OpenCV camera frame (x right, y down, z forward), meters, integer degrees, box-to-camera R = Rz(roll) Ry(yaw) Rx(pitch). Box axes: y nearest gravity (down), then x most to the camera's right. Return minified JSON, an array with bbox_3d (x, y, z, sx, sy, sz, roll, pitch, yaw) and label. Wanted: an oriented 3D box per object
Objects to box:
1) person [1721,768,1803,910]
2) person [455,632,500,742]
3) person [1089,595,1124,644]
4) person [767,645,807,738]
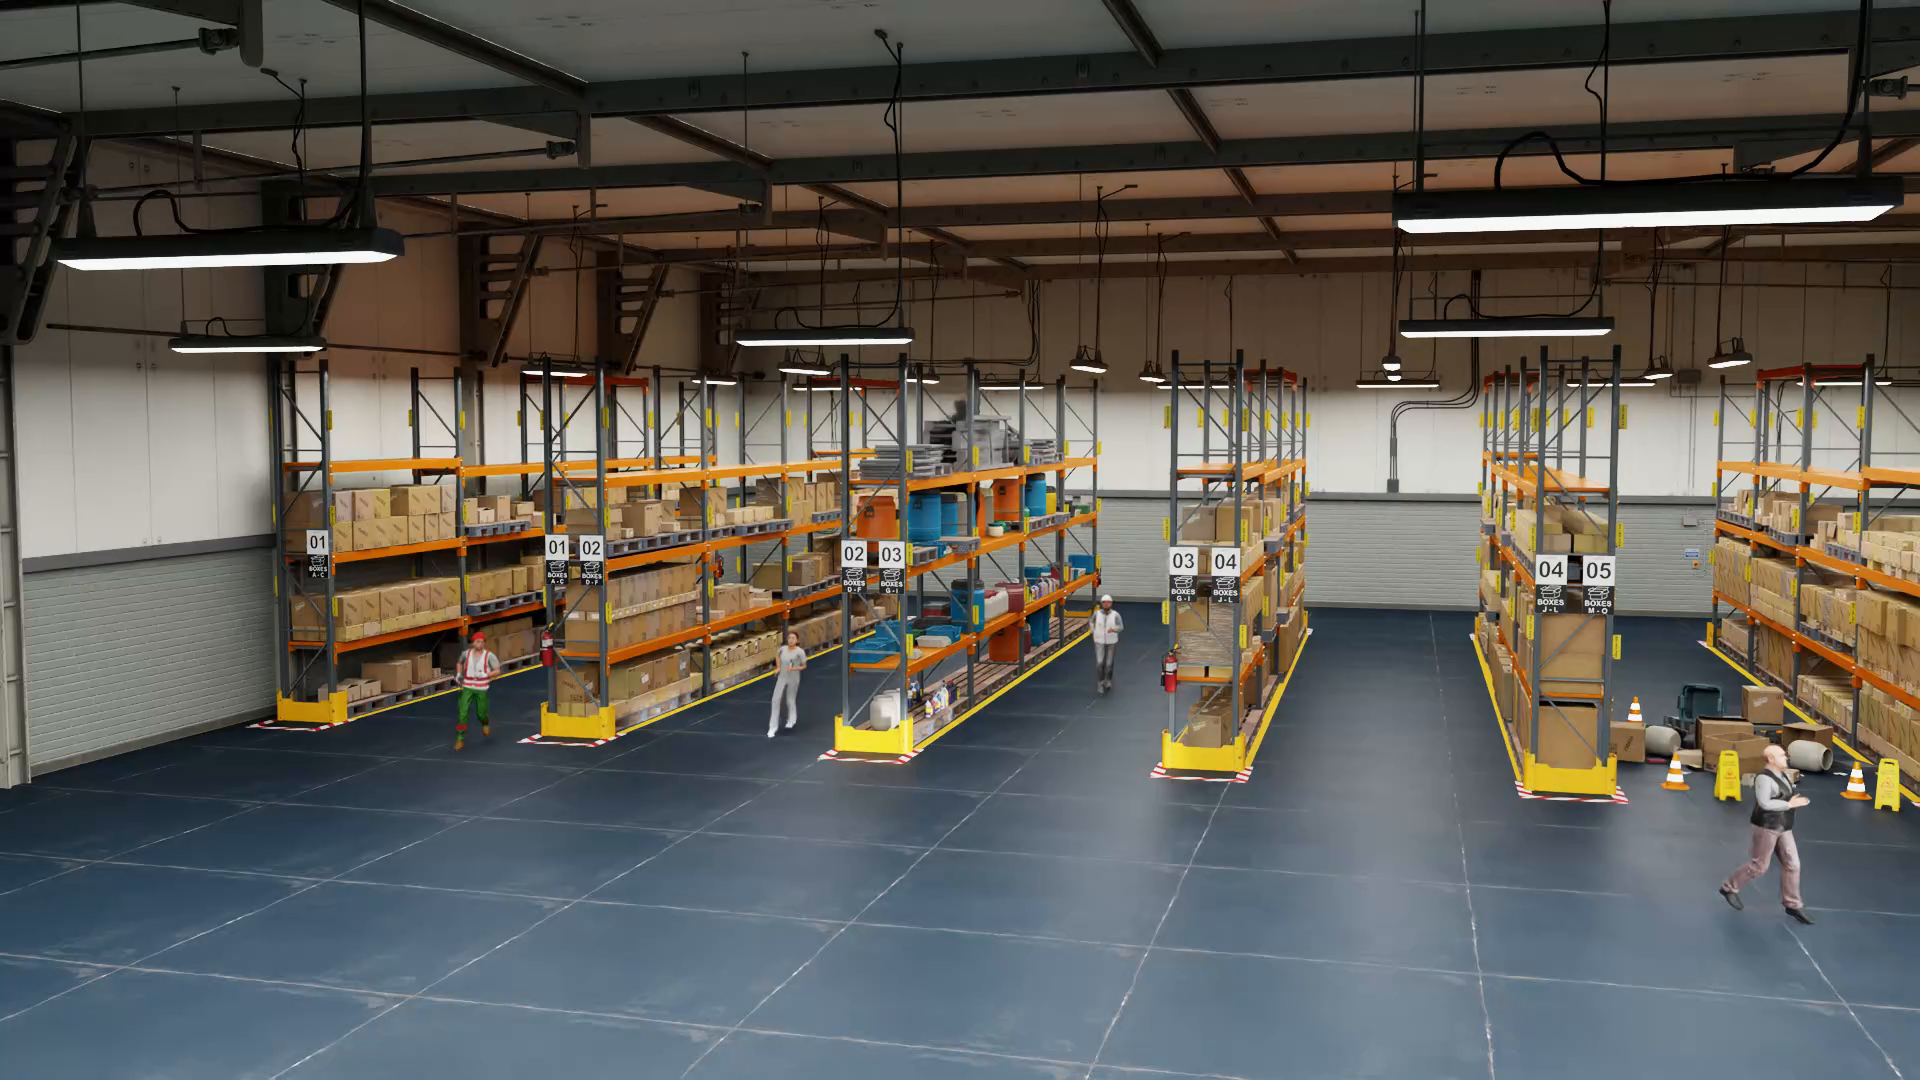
[{"bbox_3d":[8.096,2.979,16.737,0.445,1.406,0.736,-4,5,-41],"label":"person"},{"bbox_3d":[-7.449,2.249,25.704,0.689,1.664,0.739,0,4,-6],"label":"person"},{"bbox_3d":[2.689,1.457,30.625,0.648,0.892,0.585,1,4,7],"label":"person"},{"bbox_3d":[-2.704,2.397,26.551,0.575,1.451,0.835,1,4,12],"label":"person"}]
